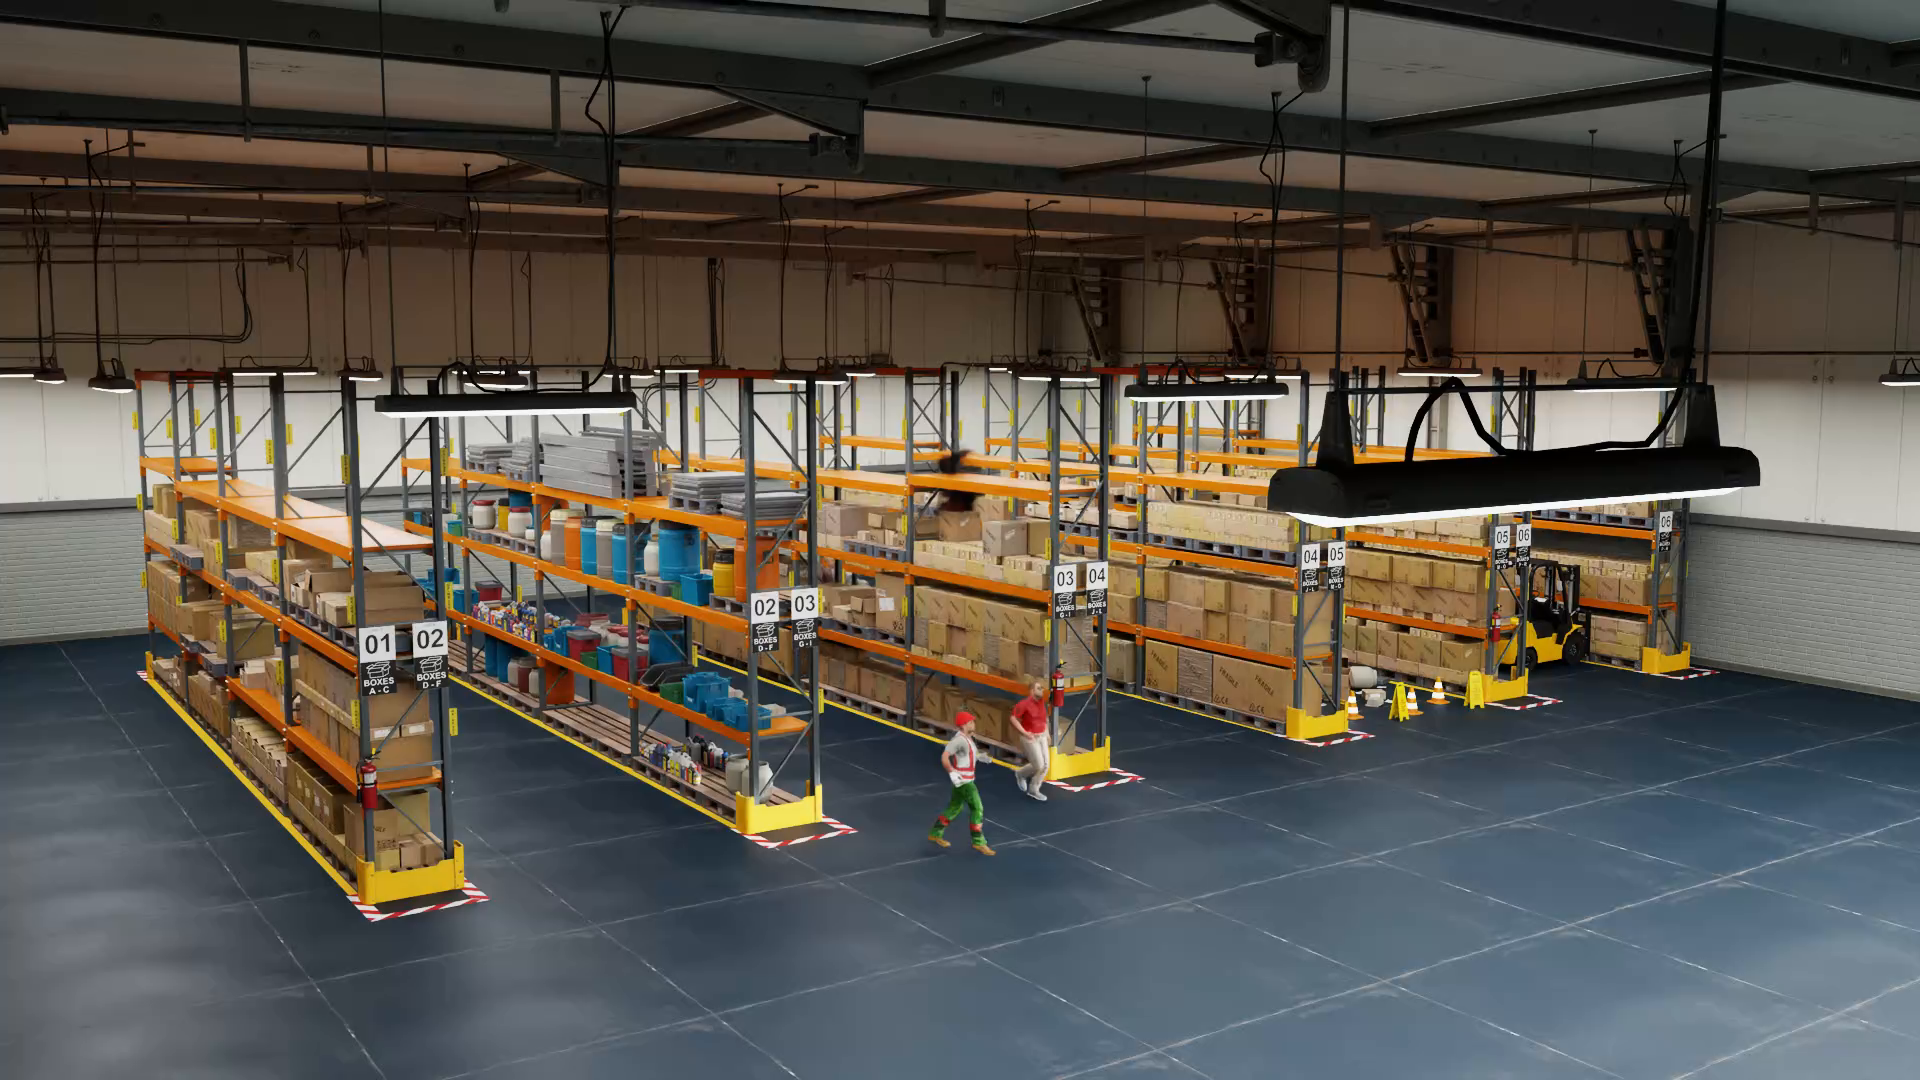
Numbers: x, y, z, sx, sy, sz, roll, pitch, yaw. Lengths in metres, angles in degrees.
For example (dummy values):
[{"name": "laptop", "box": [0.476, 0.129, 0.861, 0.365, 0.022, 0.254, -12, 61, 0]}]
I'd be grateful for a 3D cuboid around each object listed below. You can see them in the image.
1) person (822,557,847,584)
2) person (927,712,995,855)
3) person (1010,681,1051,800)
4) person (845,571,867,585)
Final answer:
[{"name": "person", "box": [-2.871, 1.238, 37.392, 0.720, 1.751, 0.970, -4, 7, -30]}, {"name": "person", "box": [0.013, 3.070, 21.058, 0.856, 1.826, 0.643, 0, 6, -1]}, {"name": "person", "box": [1.043, 2.843, 23.629, 0.695, 1.696, 0.549, -6, 9, -44]}, {"name": "person", "box": [-2.738, 0.683, 42.481, 0.920, 1.742, 0.725, -4, 8, -34]}]
